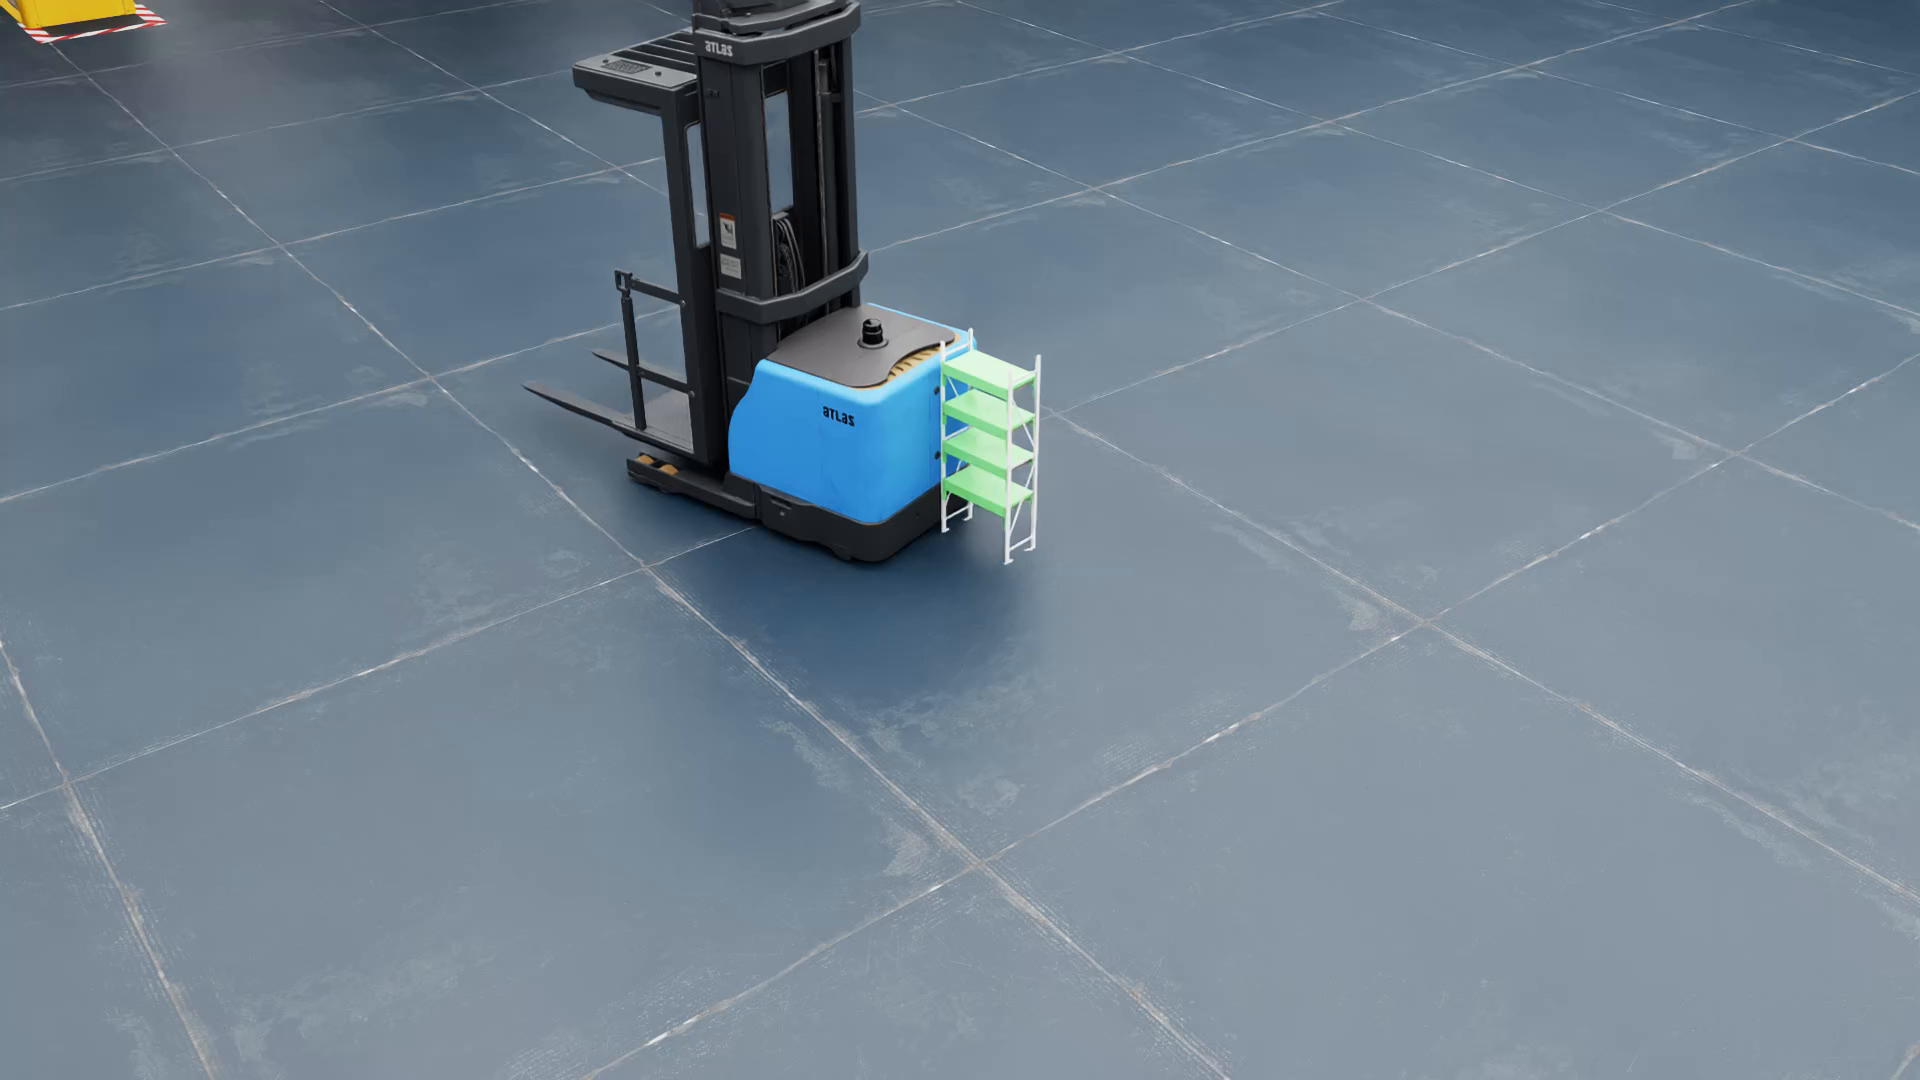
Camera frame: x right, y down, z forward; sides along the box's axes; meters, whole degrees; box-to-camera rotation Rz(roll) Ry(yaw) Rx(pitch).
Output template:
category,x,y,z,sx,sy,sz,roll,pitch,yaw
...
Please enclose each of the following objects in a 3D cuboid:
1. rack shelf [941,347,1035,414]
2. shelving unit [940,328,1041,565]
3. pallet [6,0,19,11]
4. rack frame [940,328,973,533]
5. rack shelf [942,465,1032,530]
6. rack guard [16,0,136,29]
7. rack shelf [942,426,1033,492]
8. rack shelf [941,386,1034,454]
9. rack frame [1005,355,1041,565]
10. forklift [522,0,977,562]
category,x,y,z,sx,sy,sz,roll,pitch,yaw
rack shelf,0.160,-0.861,8.938,0.480,0.148,0.258,26,40,36
shelving unit,0.160,-0.508,9.157,0.503,1.200,0.258,26,40,36
pallet,-10.630,-6.444,19.653,1.003,0.211,1.213,-22,38,-31
rack frame,-0.018,-0.596,9.299,0.015,1.200,0.240,26,40,36
rack shelf,0.160,-0.250,9.318,0.480,0.148,0.258,26,40,36
rack guard,-10.136,-6.227,19.029,1.175,0.500,0.348,-22,38,-31
rack shelf,0.160,-0.454,9.191,0.480,0.148,0.258,26,40,36
rack shelf,0.160,-0.657,9.064,0.480,0.148,0.258,26,40,36
rack frame,0.337,-0.420,9.015,0.015,1.200,0.240,26,40,36
forklift,-1.386,-1.731,9.486,3.031,2.935,1.130,21,37,30
